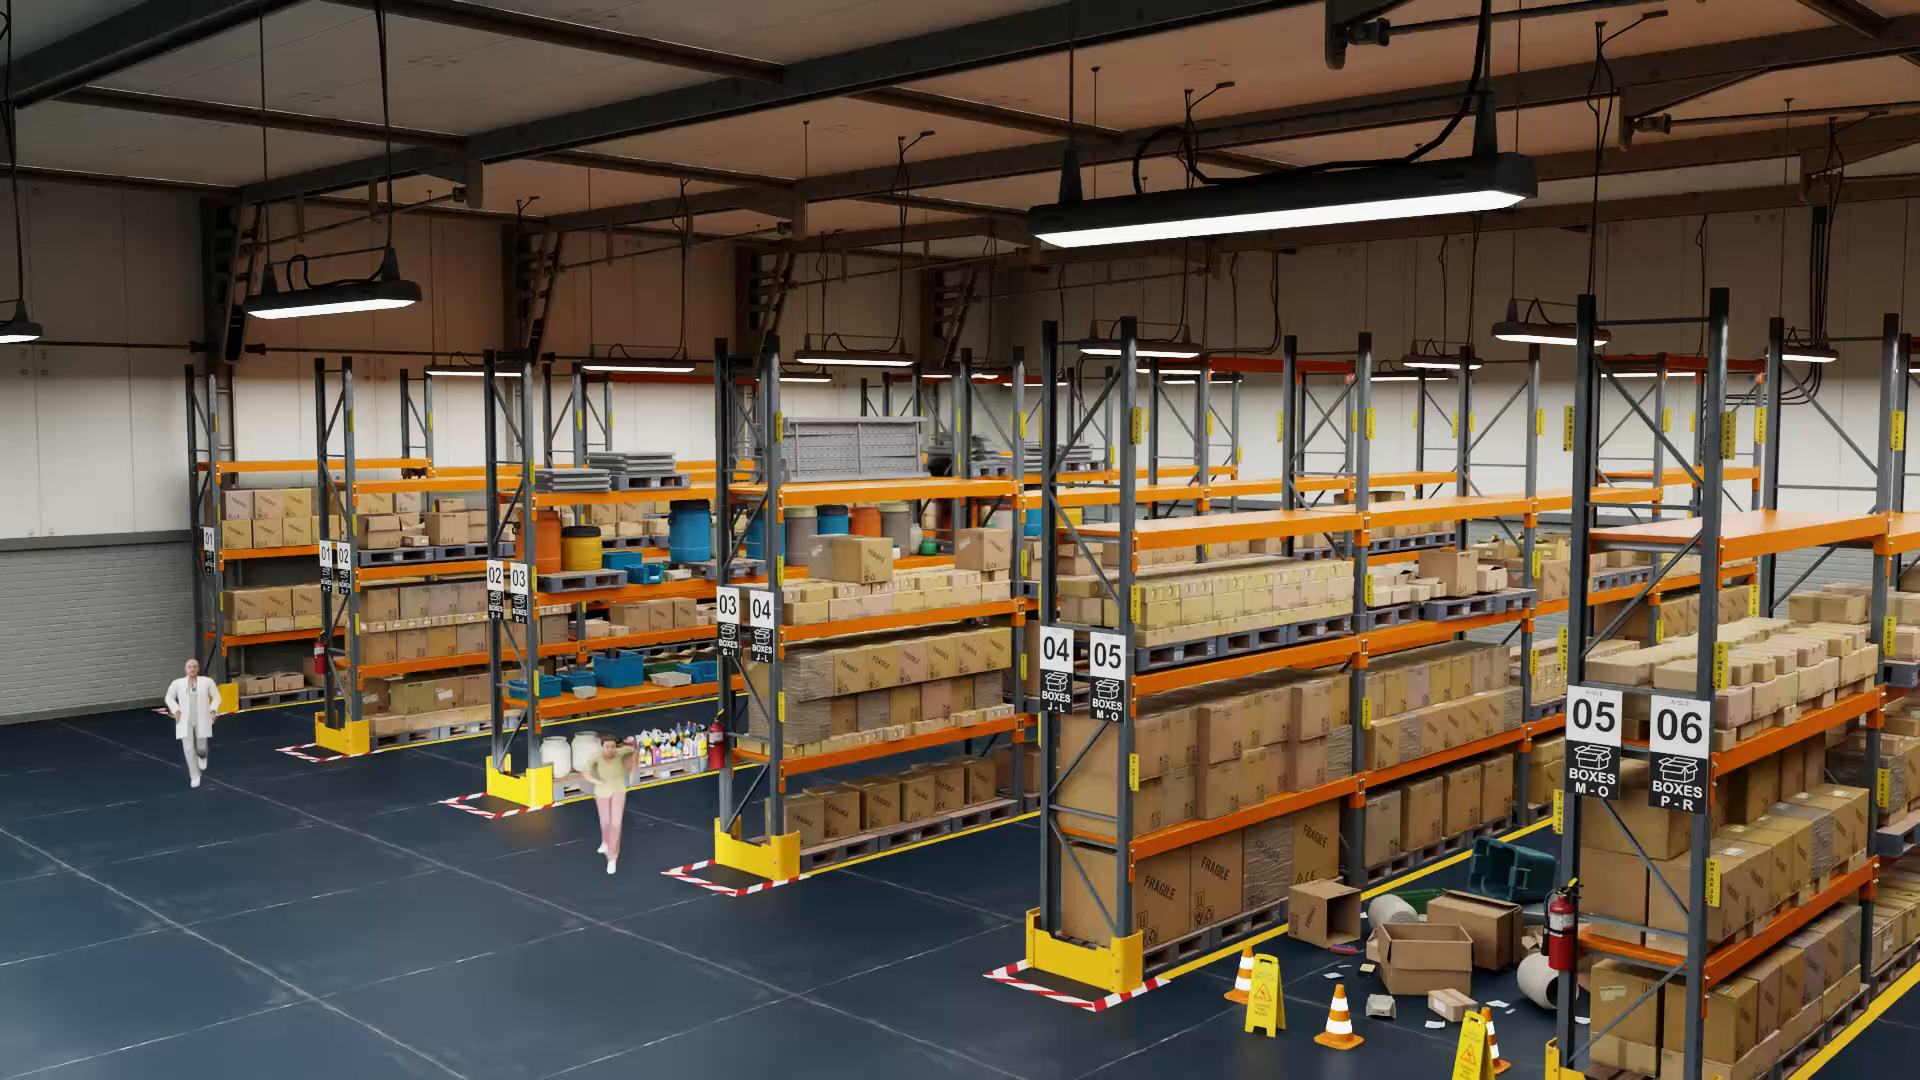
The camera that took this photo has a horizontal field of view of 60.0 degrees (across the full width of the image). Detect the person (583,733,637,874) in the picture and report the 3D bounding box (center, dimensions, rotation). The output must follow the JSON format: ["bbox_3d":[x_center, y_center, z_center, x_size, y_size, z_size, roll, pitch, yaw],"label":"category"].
[{"bbox_3d":[-3.997,2.944,19.010,0.617,1.623,0.943,-1,5,-14],"label":"person"}]

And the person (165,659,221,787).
[{"bbox_3d":[-10.702,2.531,23.216,0.712,1.744,0.719,-2,5,-22],"label":"person"}]
